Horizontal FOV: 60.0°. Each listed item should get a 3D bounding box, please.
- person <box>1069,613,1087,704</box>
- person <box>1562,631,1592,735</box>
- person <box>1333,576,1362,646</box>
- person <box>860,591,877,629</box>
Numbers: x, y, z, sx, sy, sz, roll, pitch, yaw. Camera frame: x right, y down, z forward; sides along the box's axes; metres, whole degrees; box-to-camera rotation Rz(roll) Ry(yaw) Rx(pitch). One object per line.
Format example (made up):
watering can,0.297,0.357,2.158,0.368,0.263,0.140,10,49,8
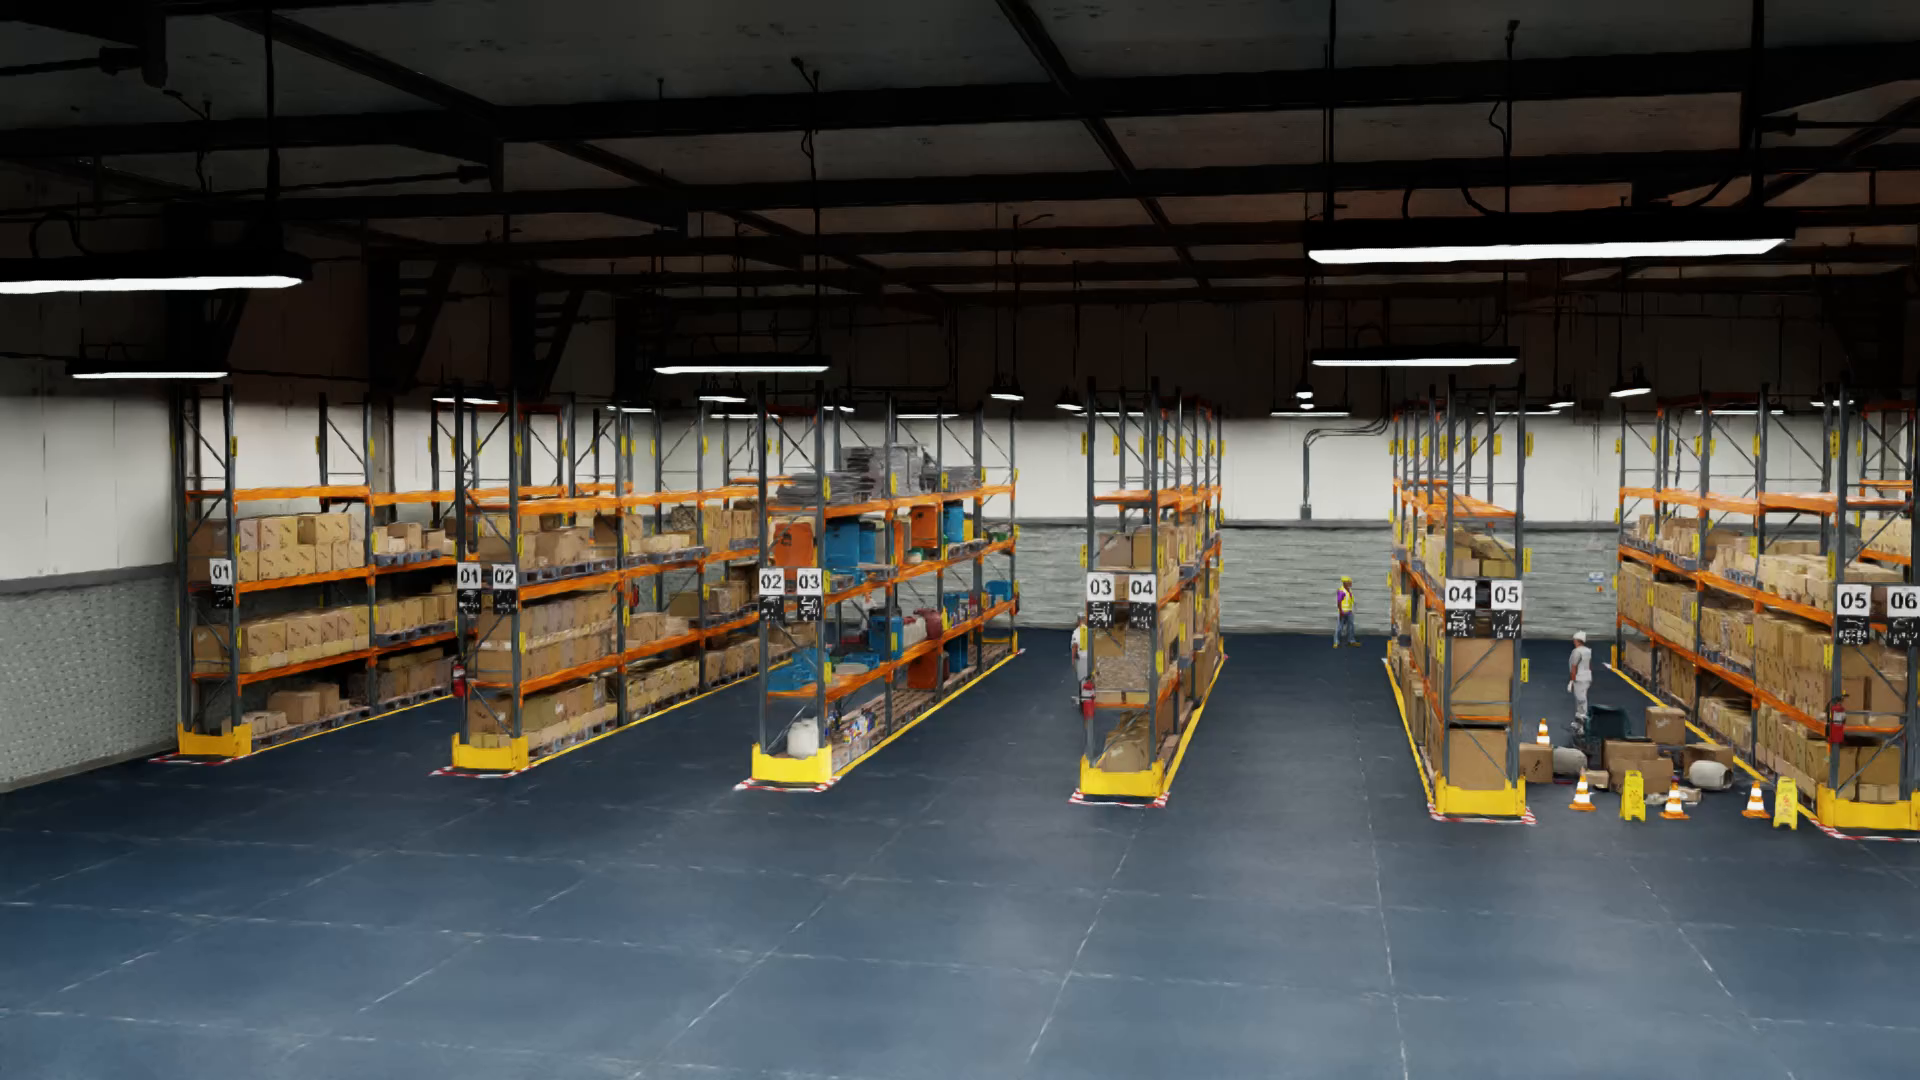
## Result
person,2.363,2.297,32.450,0.597,1.746,0.668,2,4,36
person,10.761,2.472,28.963,0.577,1.785,0.655,3,4,42
person,9.670,1.781,41.613,0.533,1.758,0.708,3,4,44
person,-2.182,1.937,39.828,0.455,1.559,1.019,1,3,11
